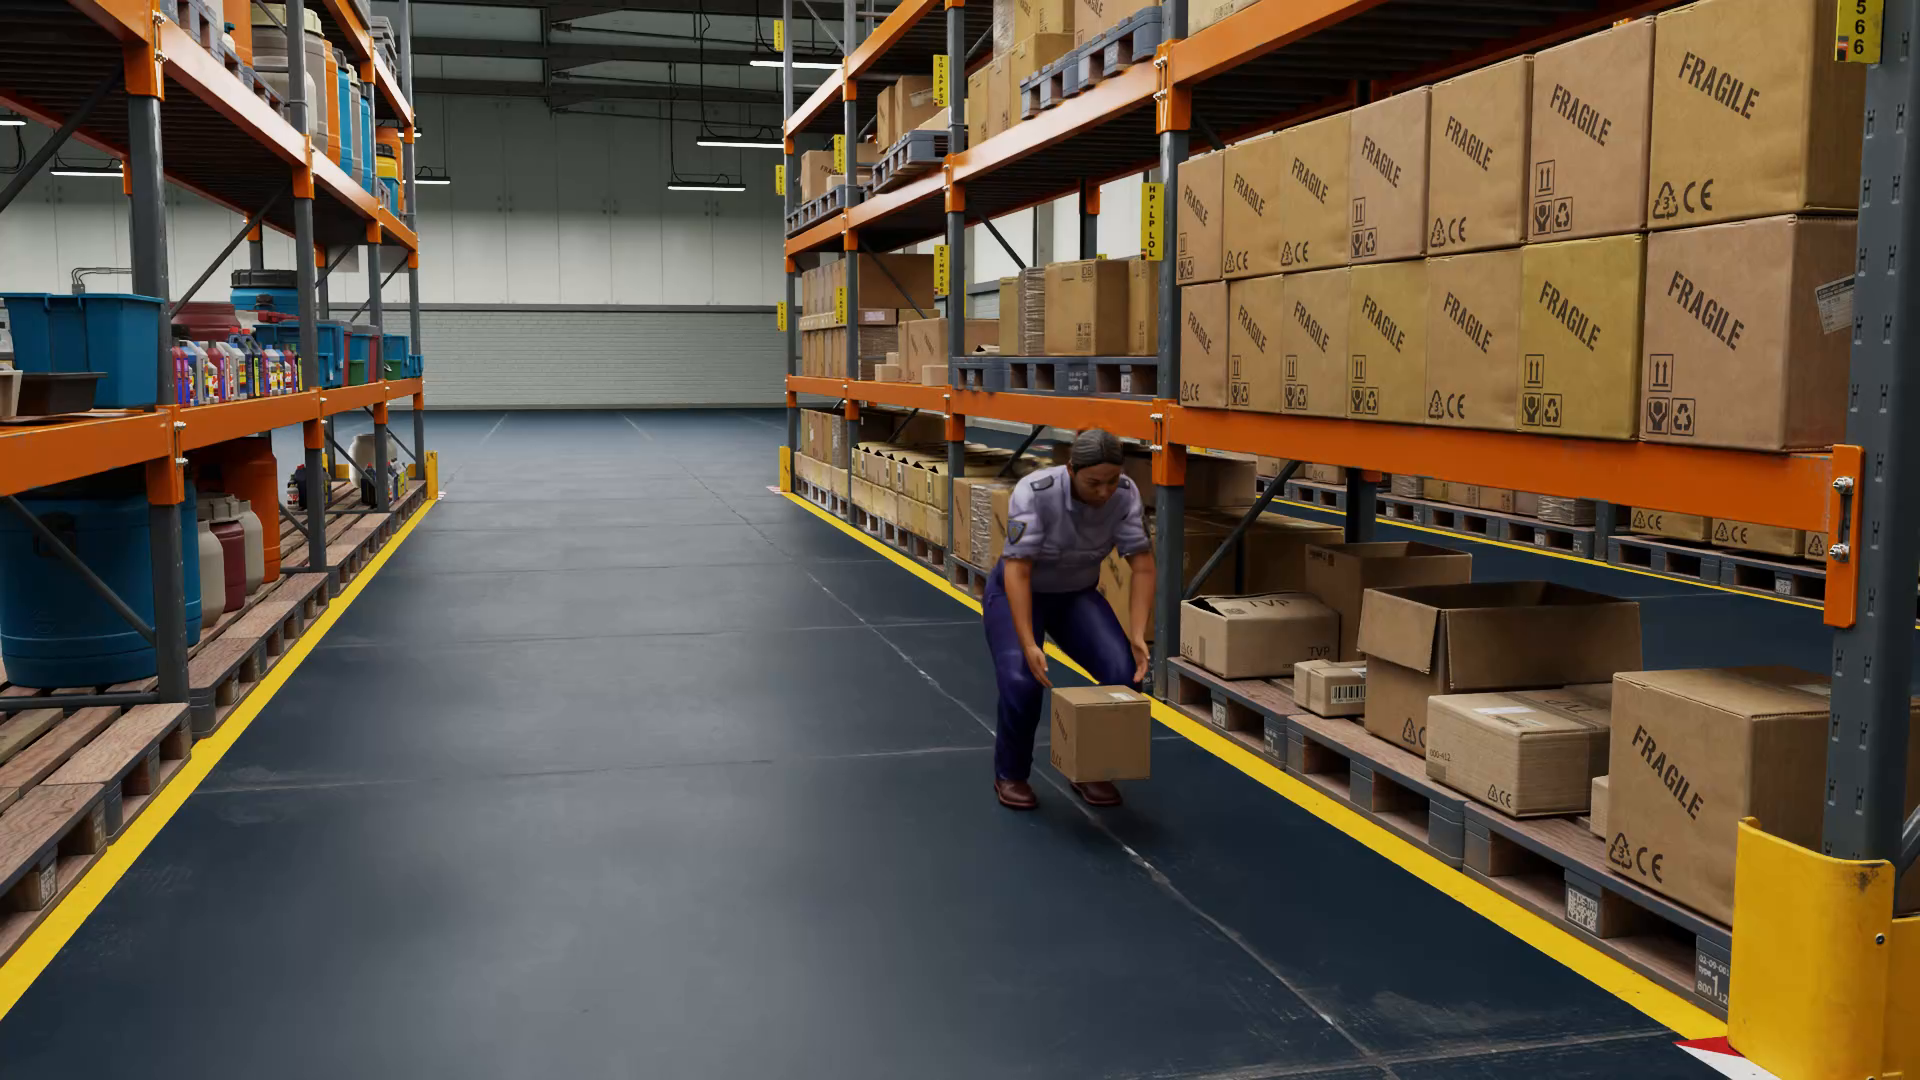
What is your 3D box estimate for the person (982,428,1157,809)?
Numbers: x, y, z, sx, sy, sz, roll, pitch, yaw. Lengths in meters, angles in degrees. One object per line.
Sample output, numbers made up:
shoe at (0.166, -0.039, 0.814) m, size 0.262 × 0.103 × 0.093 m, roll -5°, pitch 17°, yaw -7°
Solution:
person at (0.369, 0.256, 5.624) m, size 0.537 × 1.285 × 0.702 m, roll -2°, pitch 6°, yaw -14°
